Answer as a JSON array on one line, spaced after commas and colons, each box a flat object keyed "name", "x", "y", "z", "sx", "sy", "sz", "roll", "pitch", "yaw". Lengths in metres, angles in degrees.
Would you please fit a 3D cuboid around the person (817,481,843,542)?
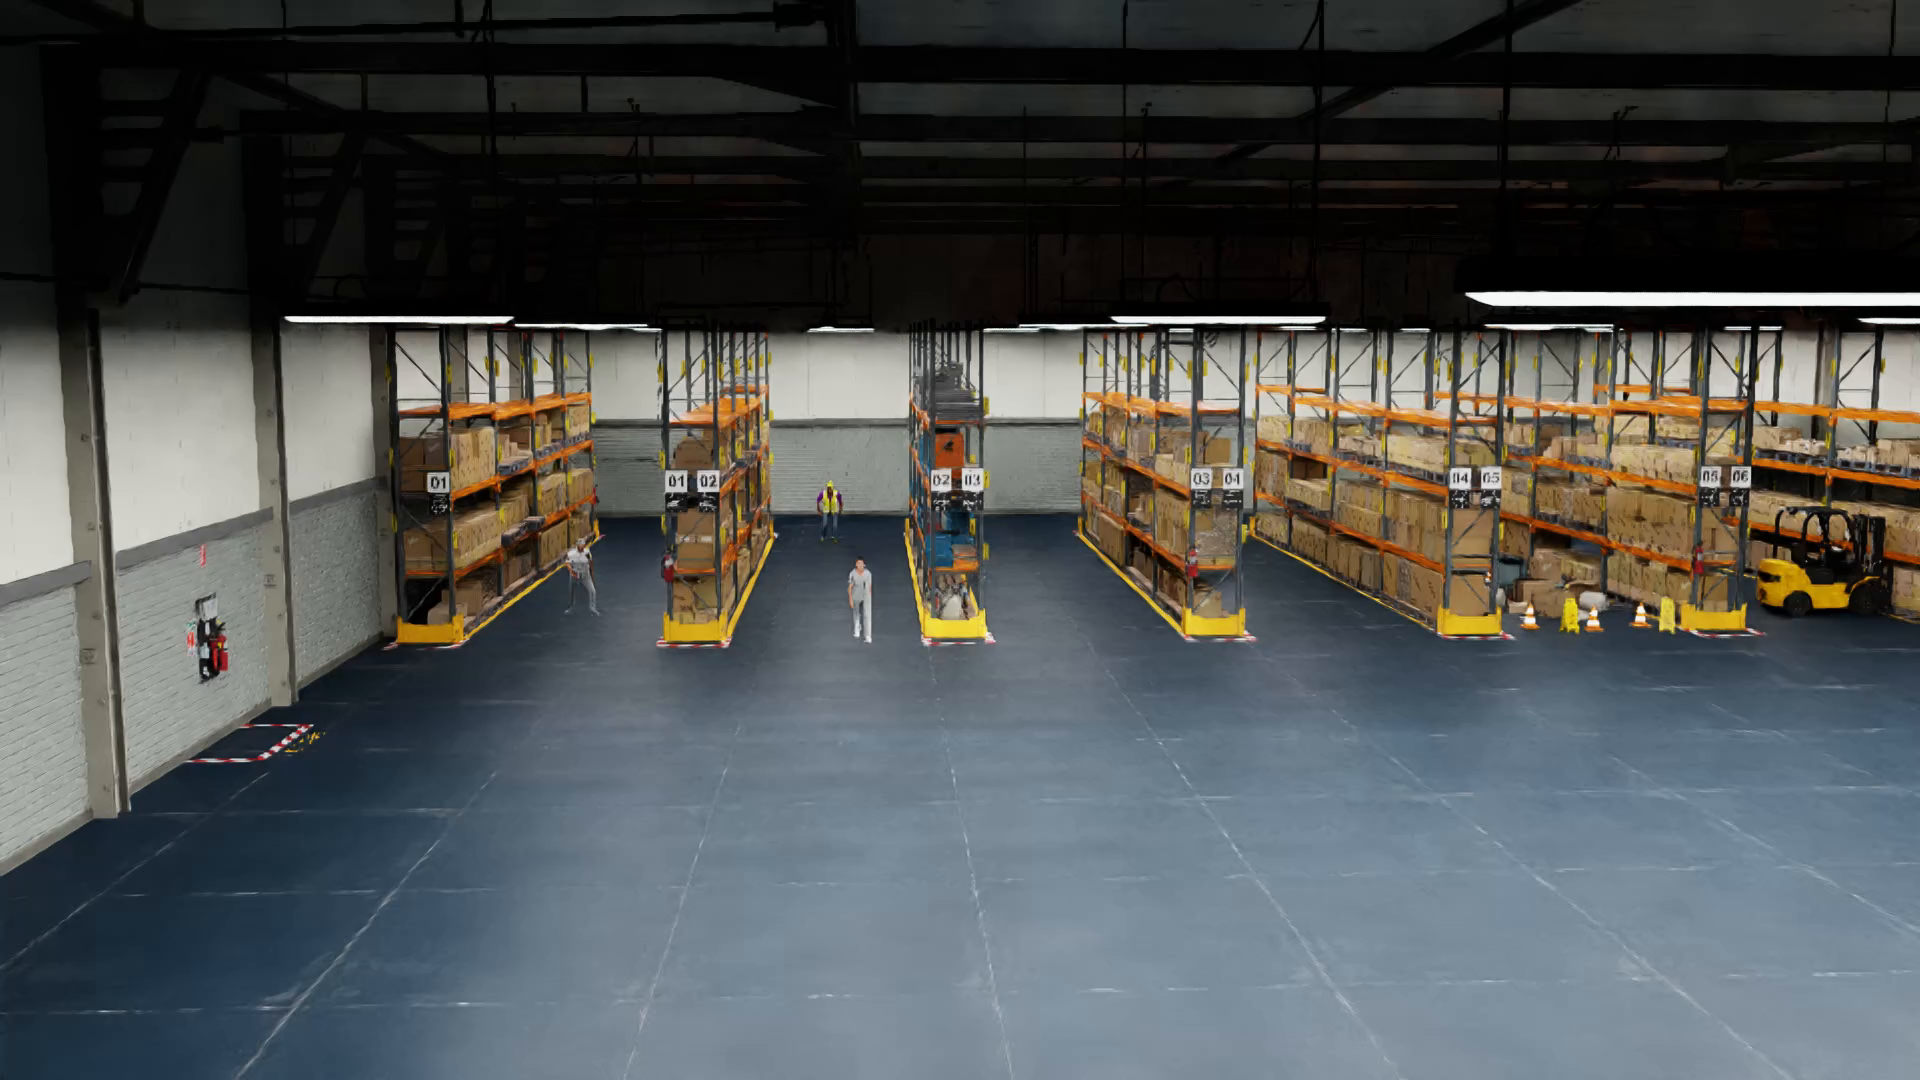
[{"name": "person", "x": -3.590, "y": -0.778, "z": 45.832, "sx": 0.719, "sy": 1.714, "sz": 0.578, "roll": -1, "pitch": 7, "yaw": -5}]

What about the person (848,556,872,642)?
[{"name": "person", "x": -1.868, "y": 1.090, "z": 31.069, "sx": 0.449, "sy": 1.567, "sz": 1.099, "roll": -1, "pitch": 7, "yaw": -5}]

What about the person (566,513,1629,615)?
[{"name": "person", "x": 3.276, "y": 0.461, "z": 34.789, "sx": 21.846, "sy": 1.930, "sz": 7.145, "roll": -3, "pitch": 8, "yaw": -20}]

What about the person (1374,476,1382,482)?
[{"name": "person", "x": 12.281, "y": -1.164, "z": 48.668, "sx": 0.473, "sy": 1.784, "sz": 0.745, "roll": -4, "pitch": 8, "yaw": -31}]
